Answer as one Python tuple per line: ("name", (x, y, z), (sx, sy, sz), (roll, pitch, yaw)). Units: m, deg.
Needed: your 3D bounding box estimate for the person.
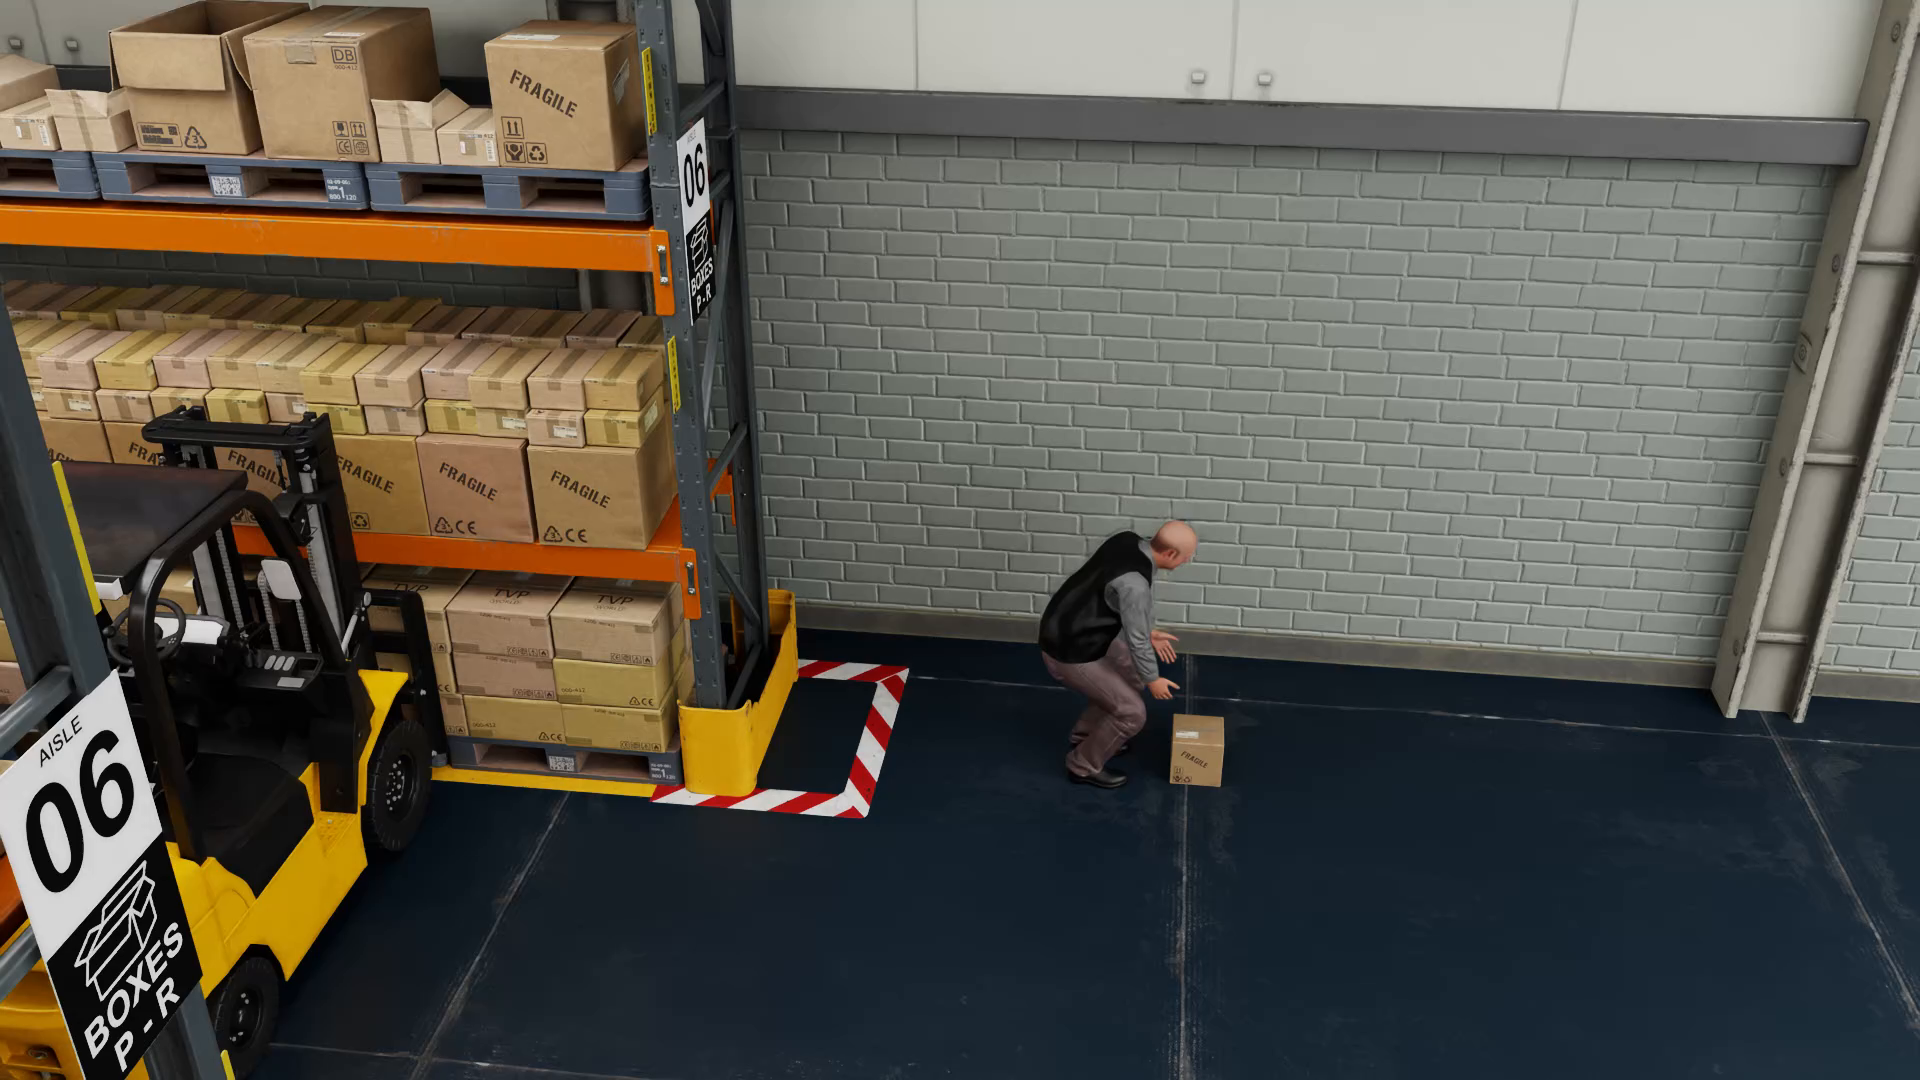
("person", (0.747, 0.513, 8.071), (0.725, 1.369, 0.591), (3, 28, 6))
